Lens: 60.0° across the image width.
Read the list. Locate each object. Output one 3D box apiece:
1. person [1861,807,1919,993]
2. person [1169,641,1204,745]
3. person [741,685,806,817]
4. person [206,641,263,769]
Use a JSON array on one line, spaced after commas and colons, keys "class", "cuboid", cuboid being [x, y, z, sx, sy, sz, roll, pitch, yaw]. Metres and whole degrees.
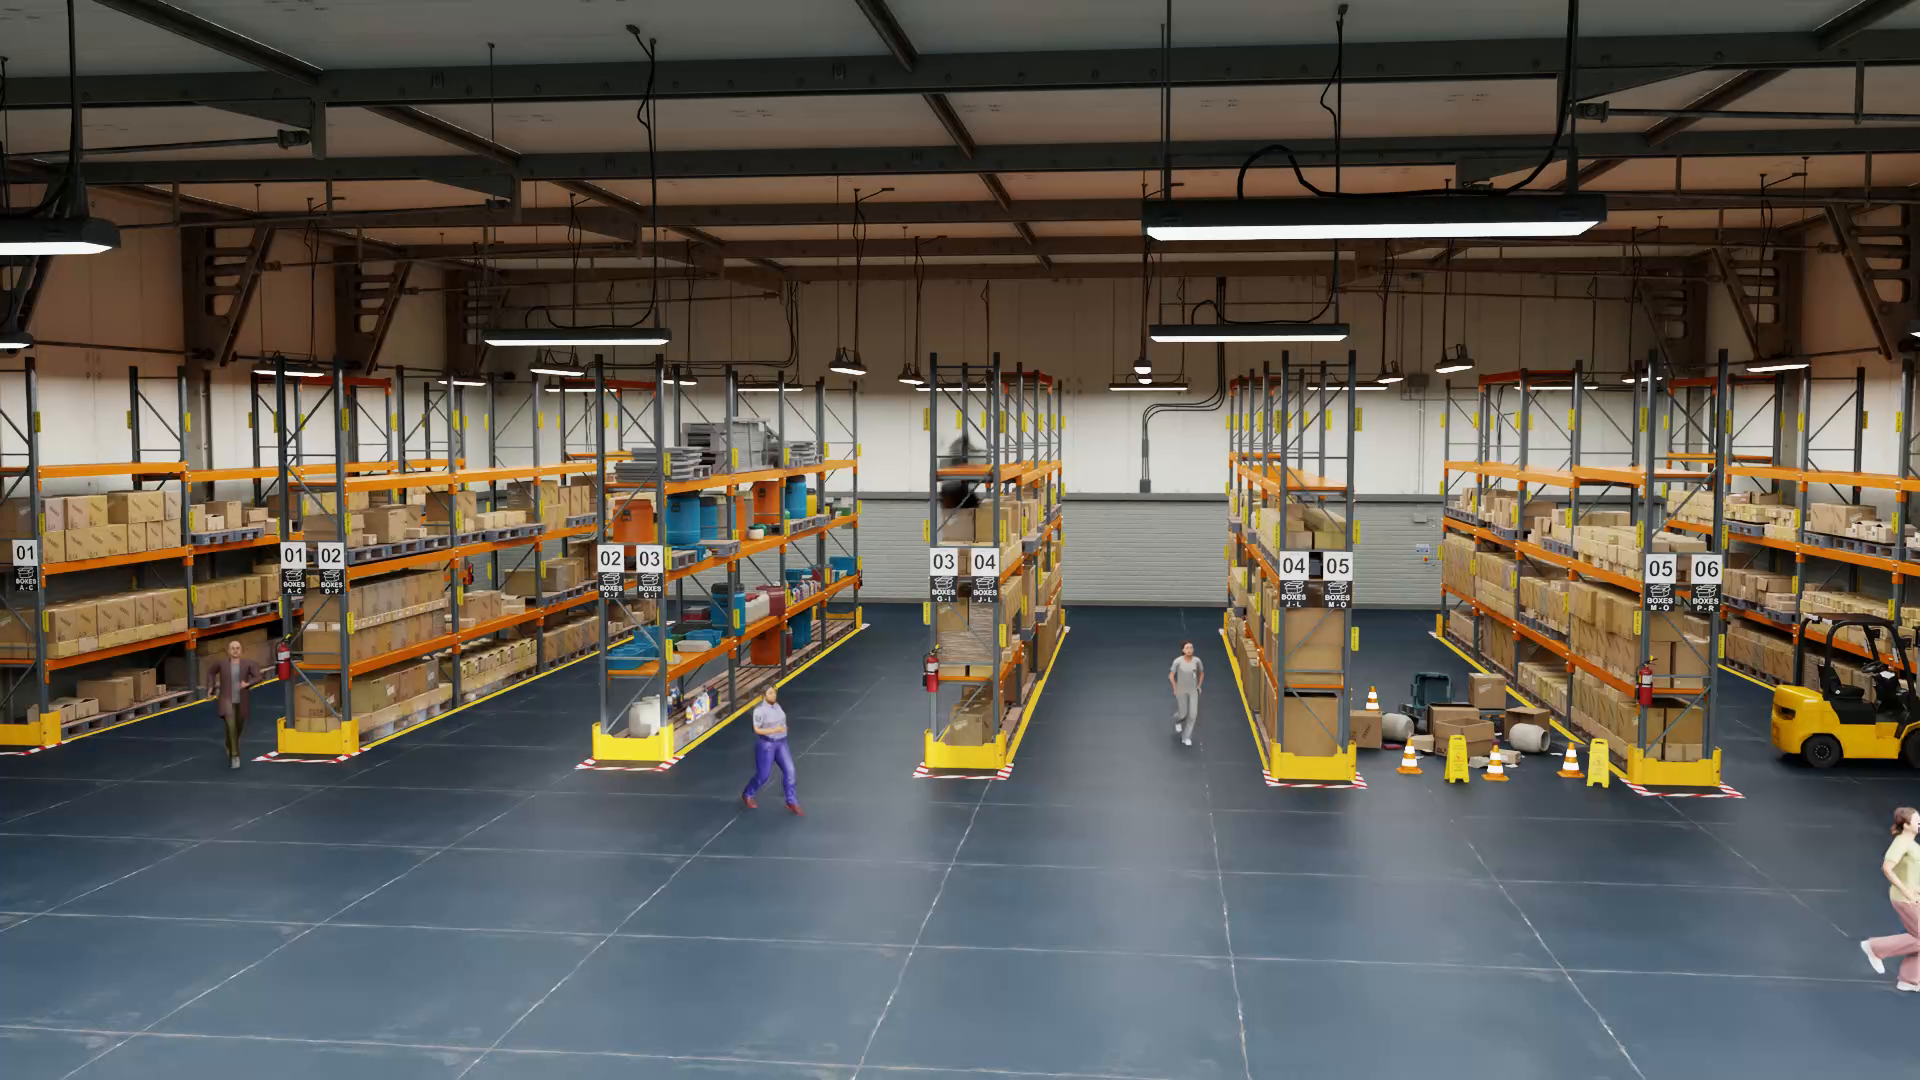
[{"class": "person", "cuboid": [8.308, 3.153, 14.662, 0.597, 1.624, 0.596, 3, 5, 34]}, {"class": "person", "cuboid": [3.534, 2.362, 25.984, 0.550, 1.621, 0.622, 0, 4, -4]}, {"class": "person", "cuboid": [-2.395, 2.673, 21.291, 0.940, 1.651, 0.609, 3, 5, 40]}, {"class": "person", "cuboid": [-10.615, 2.380, 24.380, 0.750, 1.786, 1.006, -3, 5, -36]}]
